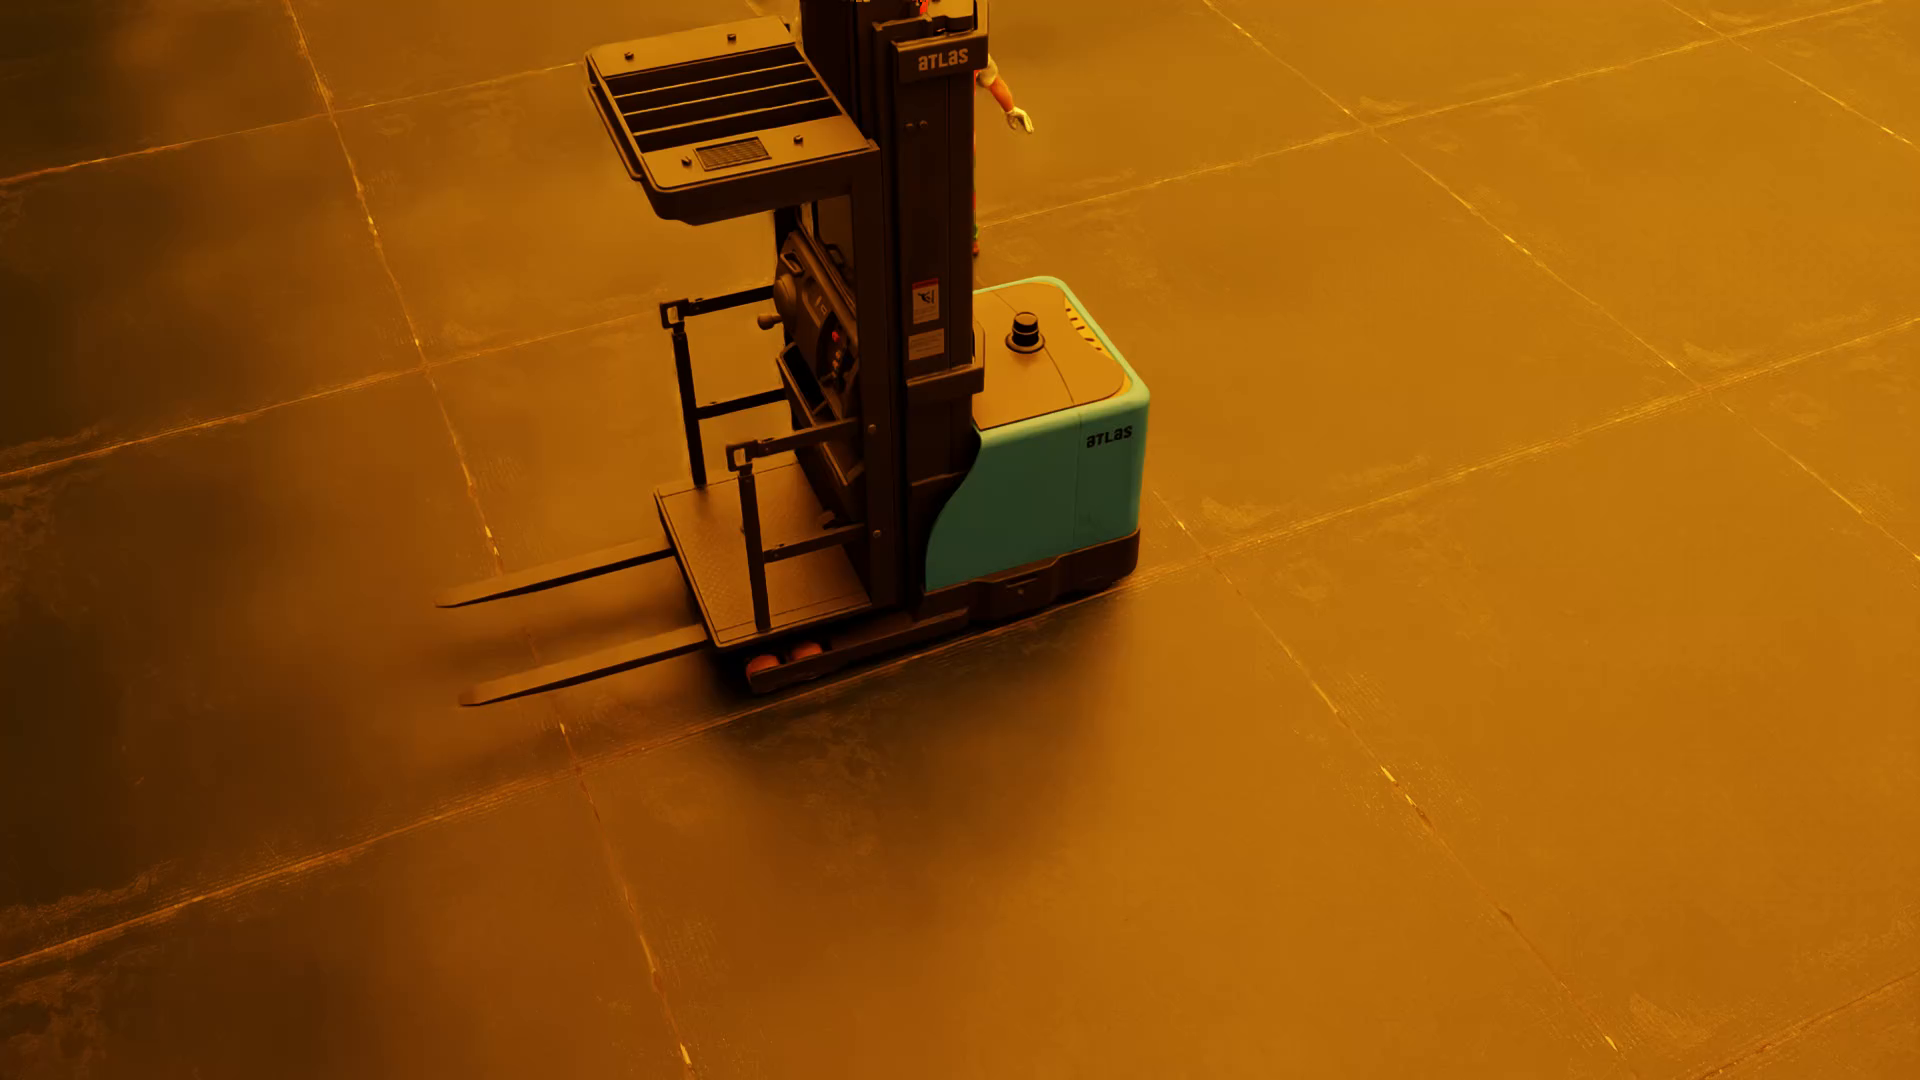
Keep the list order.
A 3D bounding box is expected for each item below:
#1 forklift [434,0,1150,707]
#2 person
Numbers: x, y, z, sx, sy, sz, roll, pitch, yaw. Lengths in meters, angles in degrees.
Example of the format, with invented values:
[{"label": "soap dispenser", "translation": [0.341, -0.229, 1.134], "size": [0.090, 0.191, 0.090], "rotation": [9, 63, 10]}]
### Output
[{"label": "forklift", "translation": [-0.757, -0.829, 6.568], "size": [3.031, 2.935, 1.130], "rotation": [-15, 45, -16]}, {"label": "person", "translation": [-0.122, -2.171, 8.999], "size": [1.158, 1.655, 0.505], "rotation": [-22, 47, -22]}]
